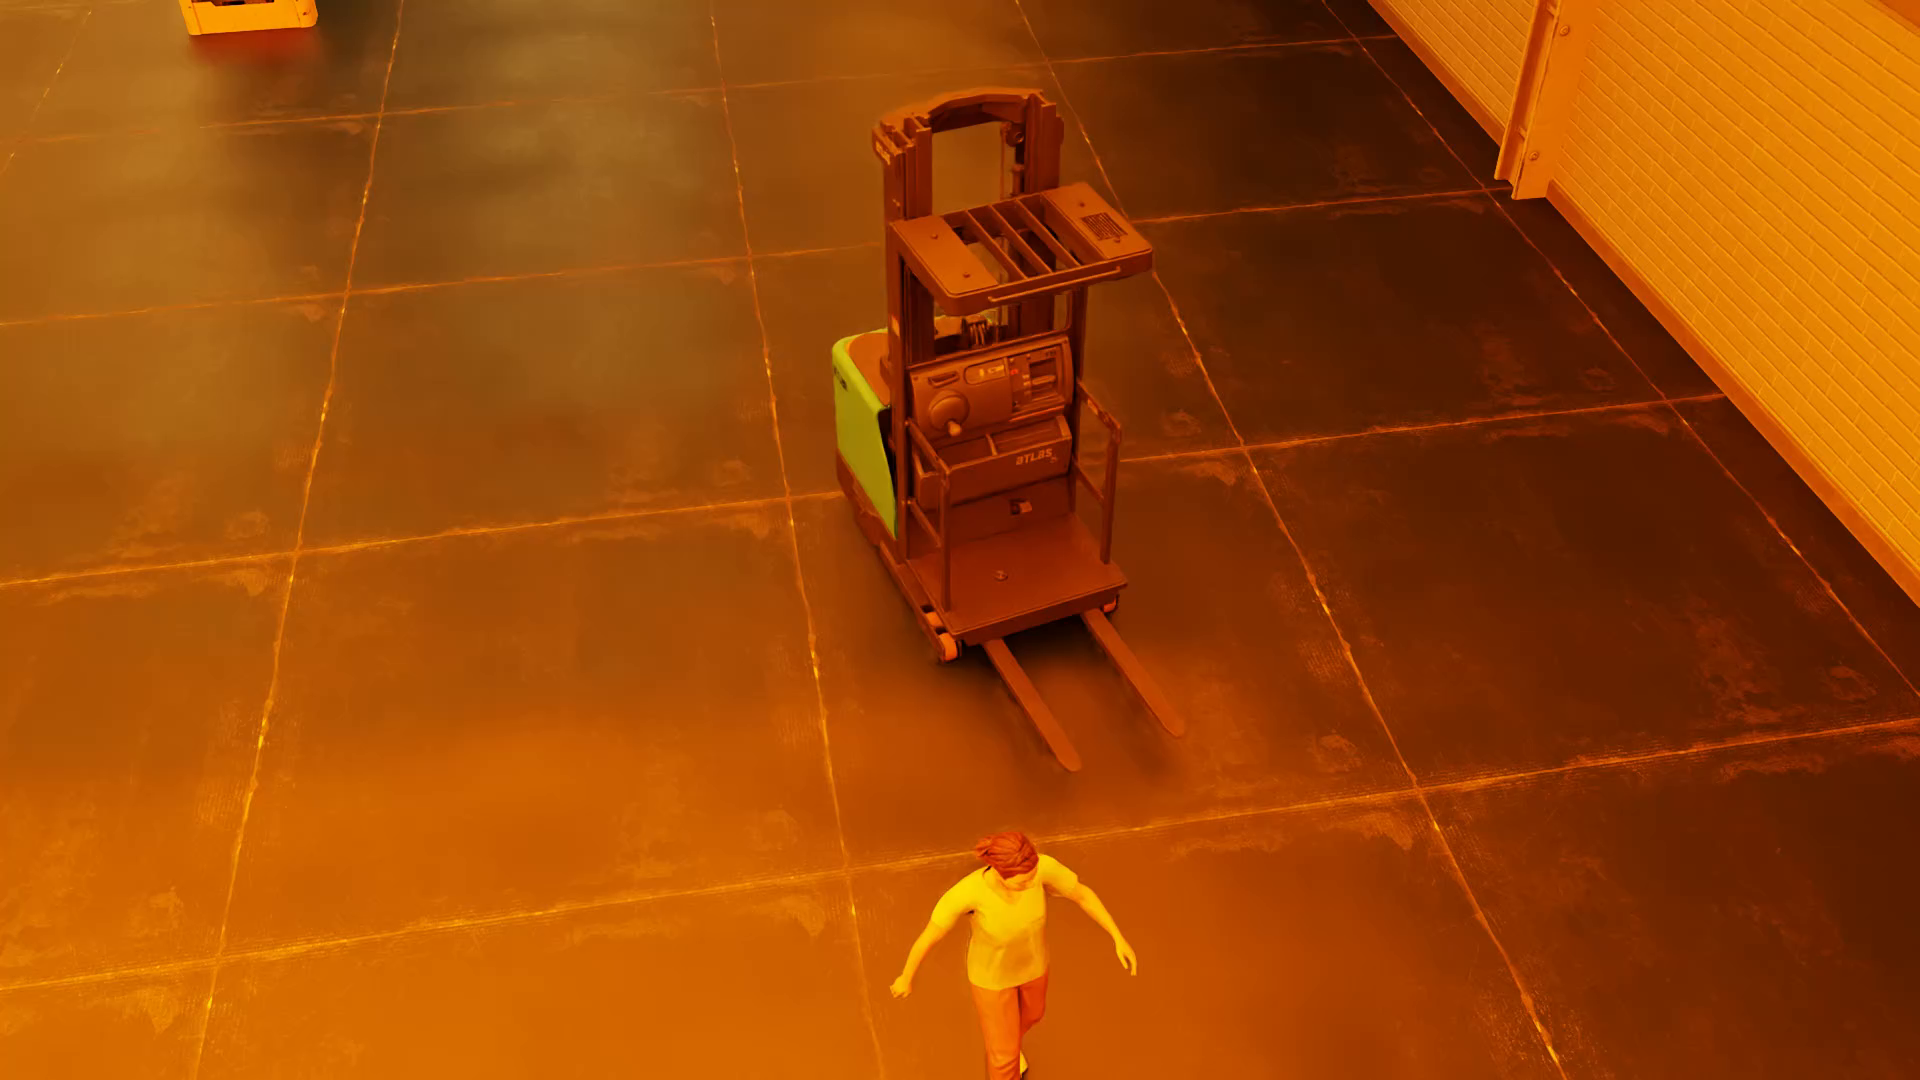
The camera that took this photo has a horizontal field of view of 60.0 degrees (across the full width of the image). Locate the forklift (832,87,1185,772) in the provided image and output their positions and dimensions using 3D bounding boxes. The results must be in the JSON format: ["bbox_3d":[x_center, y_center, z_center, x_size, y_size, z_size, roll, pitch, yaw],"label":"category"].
[{"bbox_3d":[0.267,-0.748,8.838,1.130,2.935,3.031,-16,43,-18],"label":"forklift"}]

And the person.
[{"bbox_3d":[0.205,1.828,6.818,0.898,1.670,0.706,-17,43,-19],"label":"person"}]
